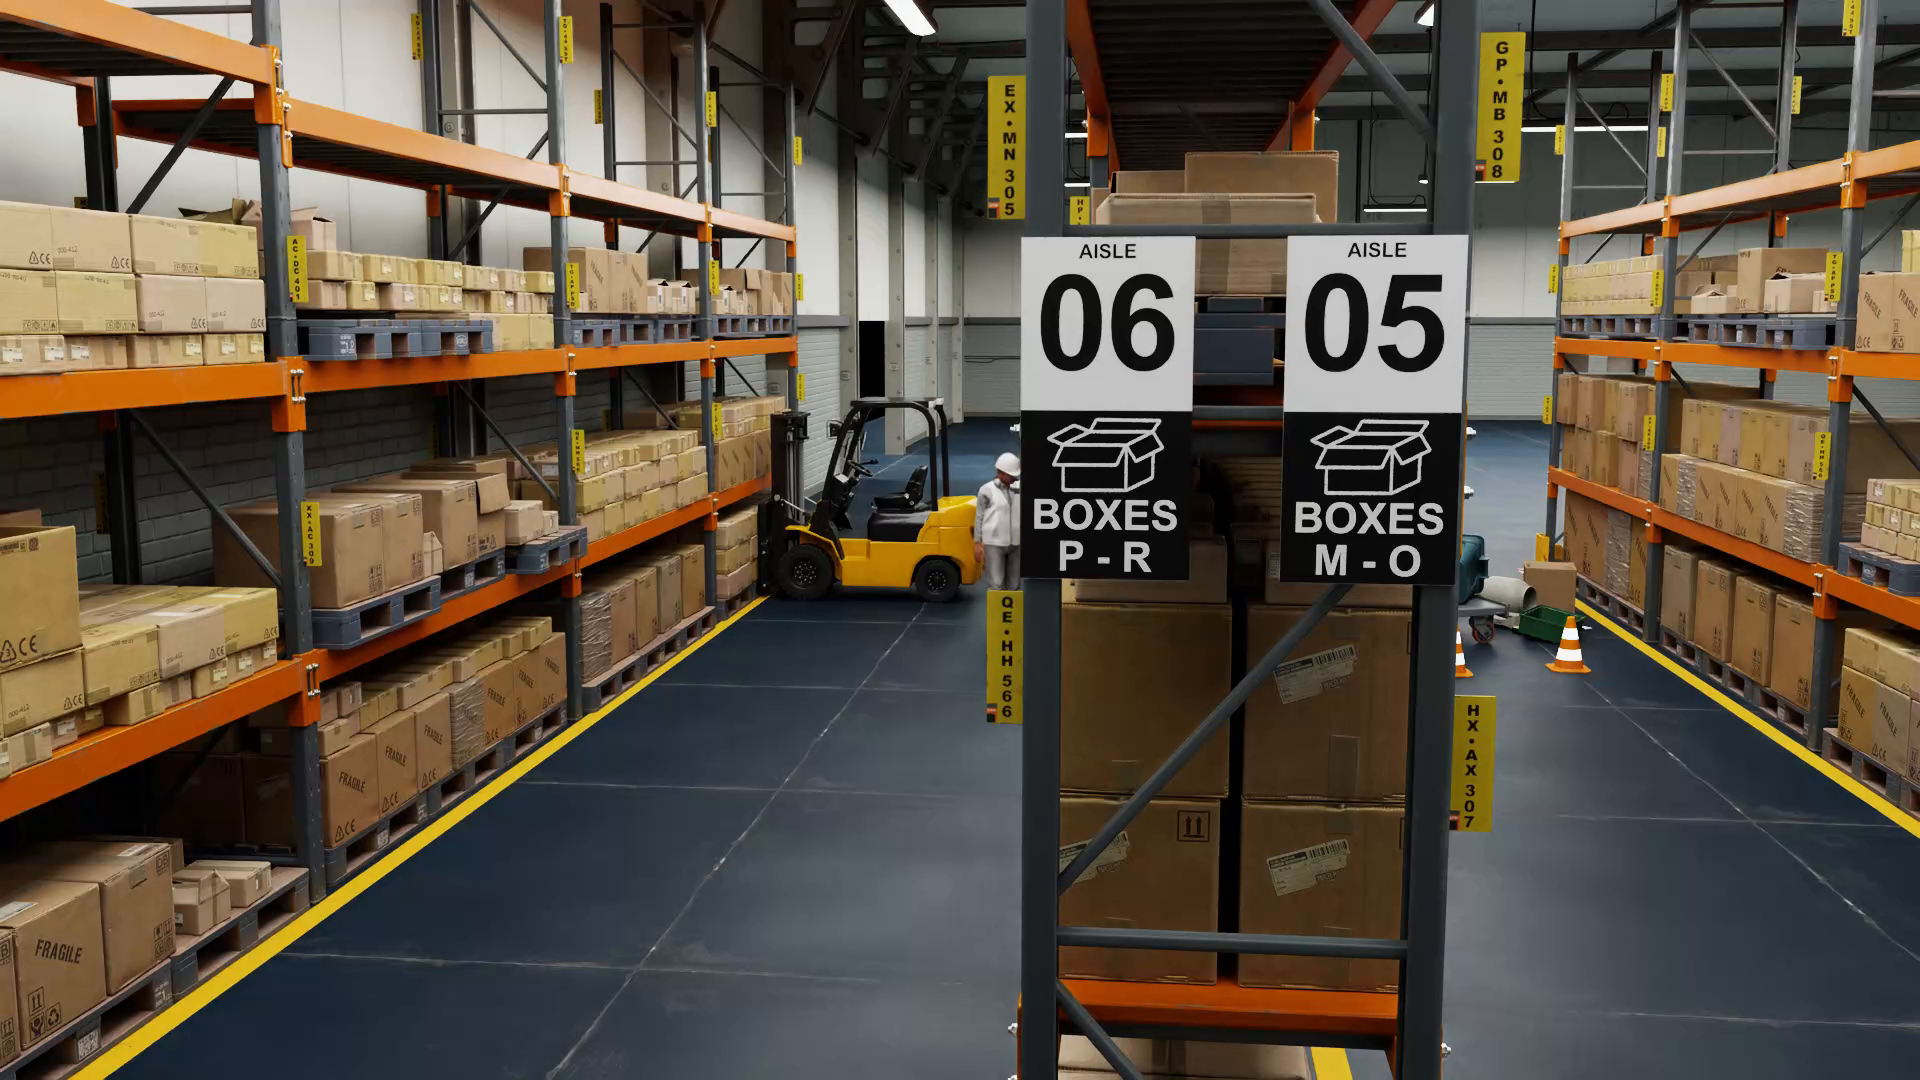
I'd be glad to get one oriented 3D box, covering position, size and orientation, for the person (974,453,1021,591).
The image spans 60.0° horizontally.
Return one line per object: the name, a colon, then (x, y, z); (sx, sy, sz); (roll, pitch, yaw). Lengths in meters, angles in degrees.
person: (0.470, 0.063, 15.606); (0.572, 1.758, 0.673); (-3, 8, -20)
